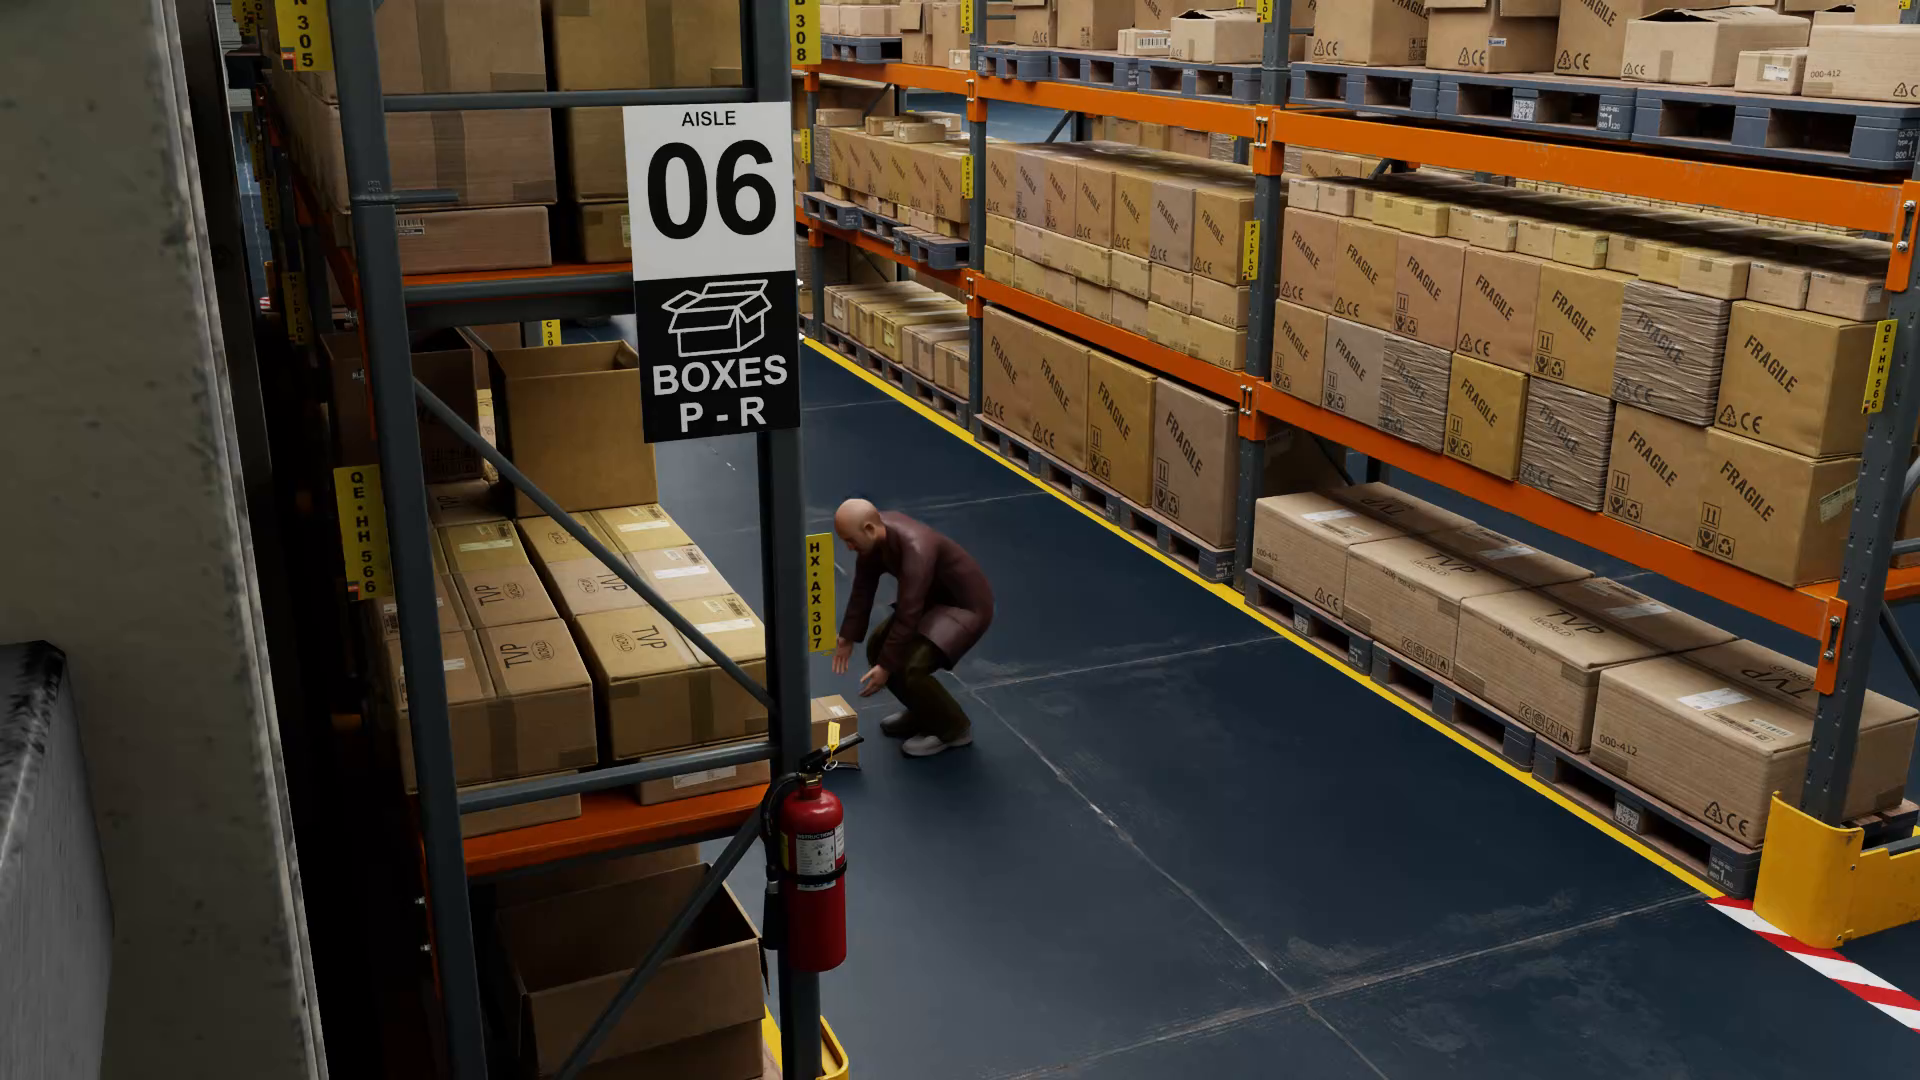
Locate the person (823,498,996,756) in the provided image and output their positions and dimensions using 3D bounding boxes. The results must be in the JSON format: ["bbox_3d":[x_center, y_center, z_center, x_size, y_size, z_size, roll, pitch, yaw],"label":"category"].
[{"bbox_3d":[-0.206,0.380,7.777,0.793,1.256,0.633,-8,20,-22],"label":"person"}]
